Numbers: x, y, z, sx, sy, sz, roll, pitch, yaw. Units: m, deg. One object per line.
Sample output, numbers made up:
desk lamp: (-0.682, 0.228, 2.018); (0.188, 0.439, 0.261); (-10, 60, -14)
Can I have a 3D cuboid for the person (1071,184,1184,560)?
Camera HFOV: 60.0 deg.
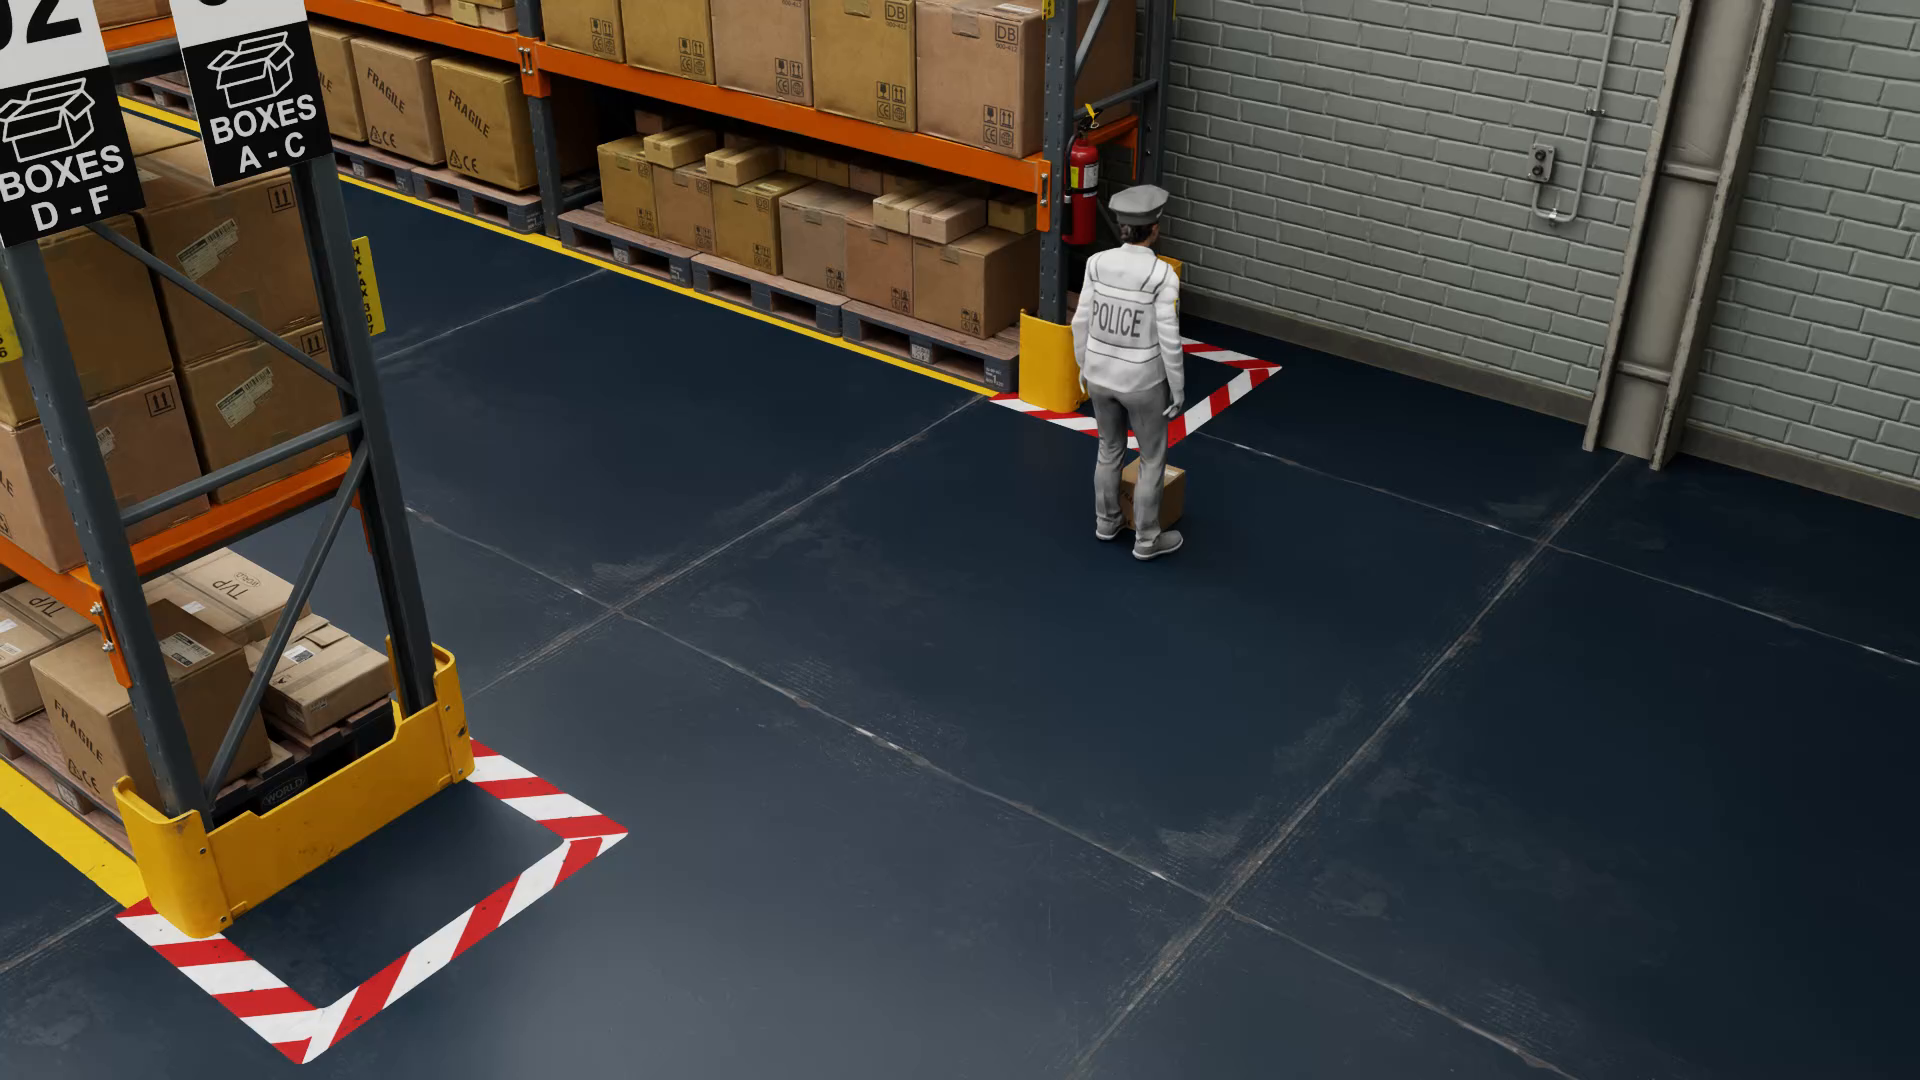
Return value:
person: (0.755, -0.717, 7.320); (0.535, 1.662, 0.414); (19, 36, 29)
